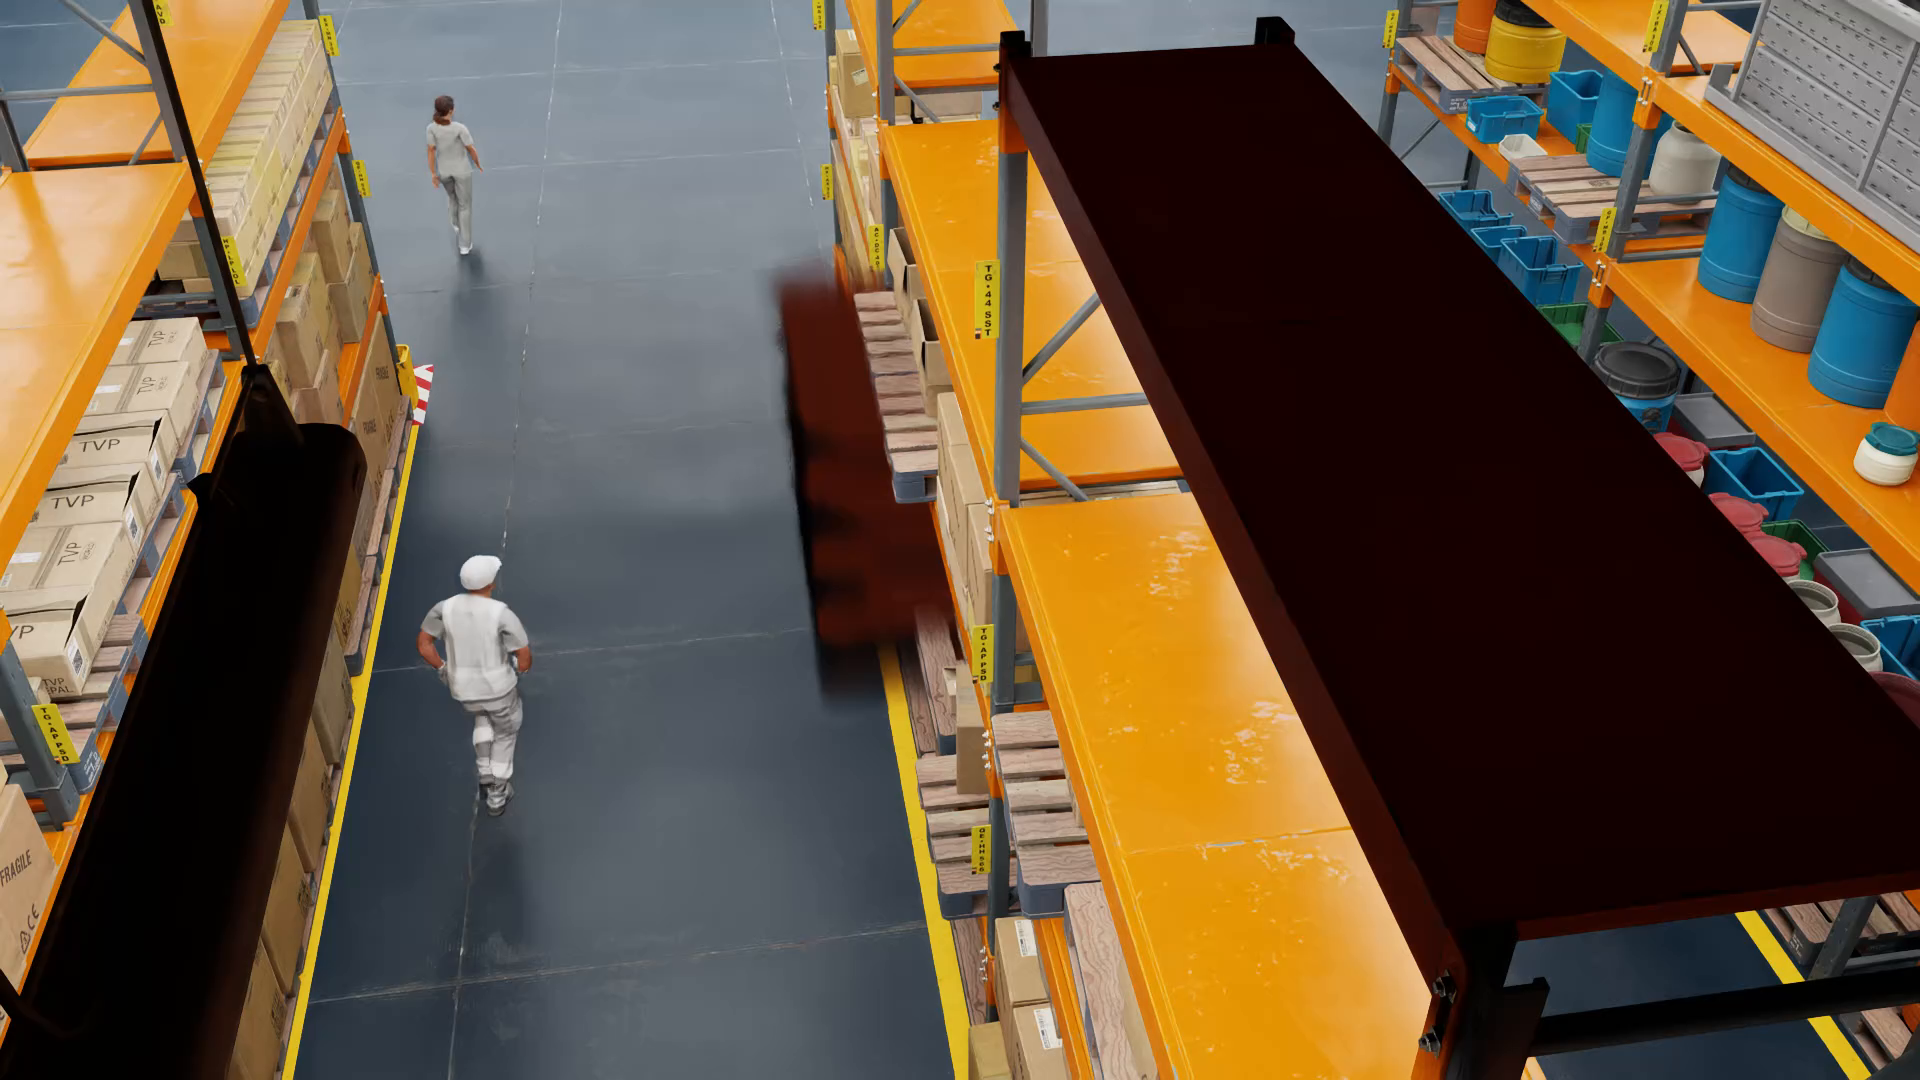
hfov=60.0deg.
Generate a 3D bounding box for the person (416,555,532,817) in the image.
[{"bbox_3d":[-2.961,0.897,10.335,0.695,1.691,0.665,0,36,-1],"label":"person"}]

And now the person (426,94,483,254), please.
[{"bbox_3d":[-5.220,-3.877,17.327,0.517,1.667,0.771,4,36,5],"label":"person"}]
